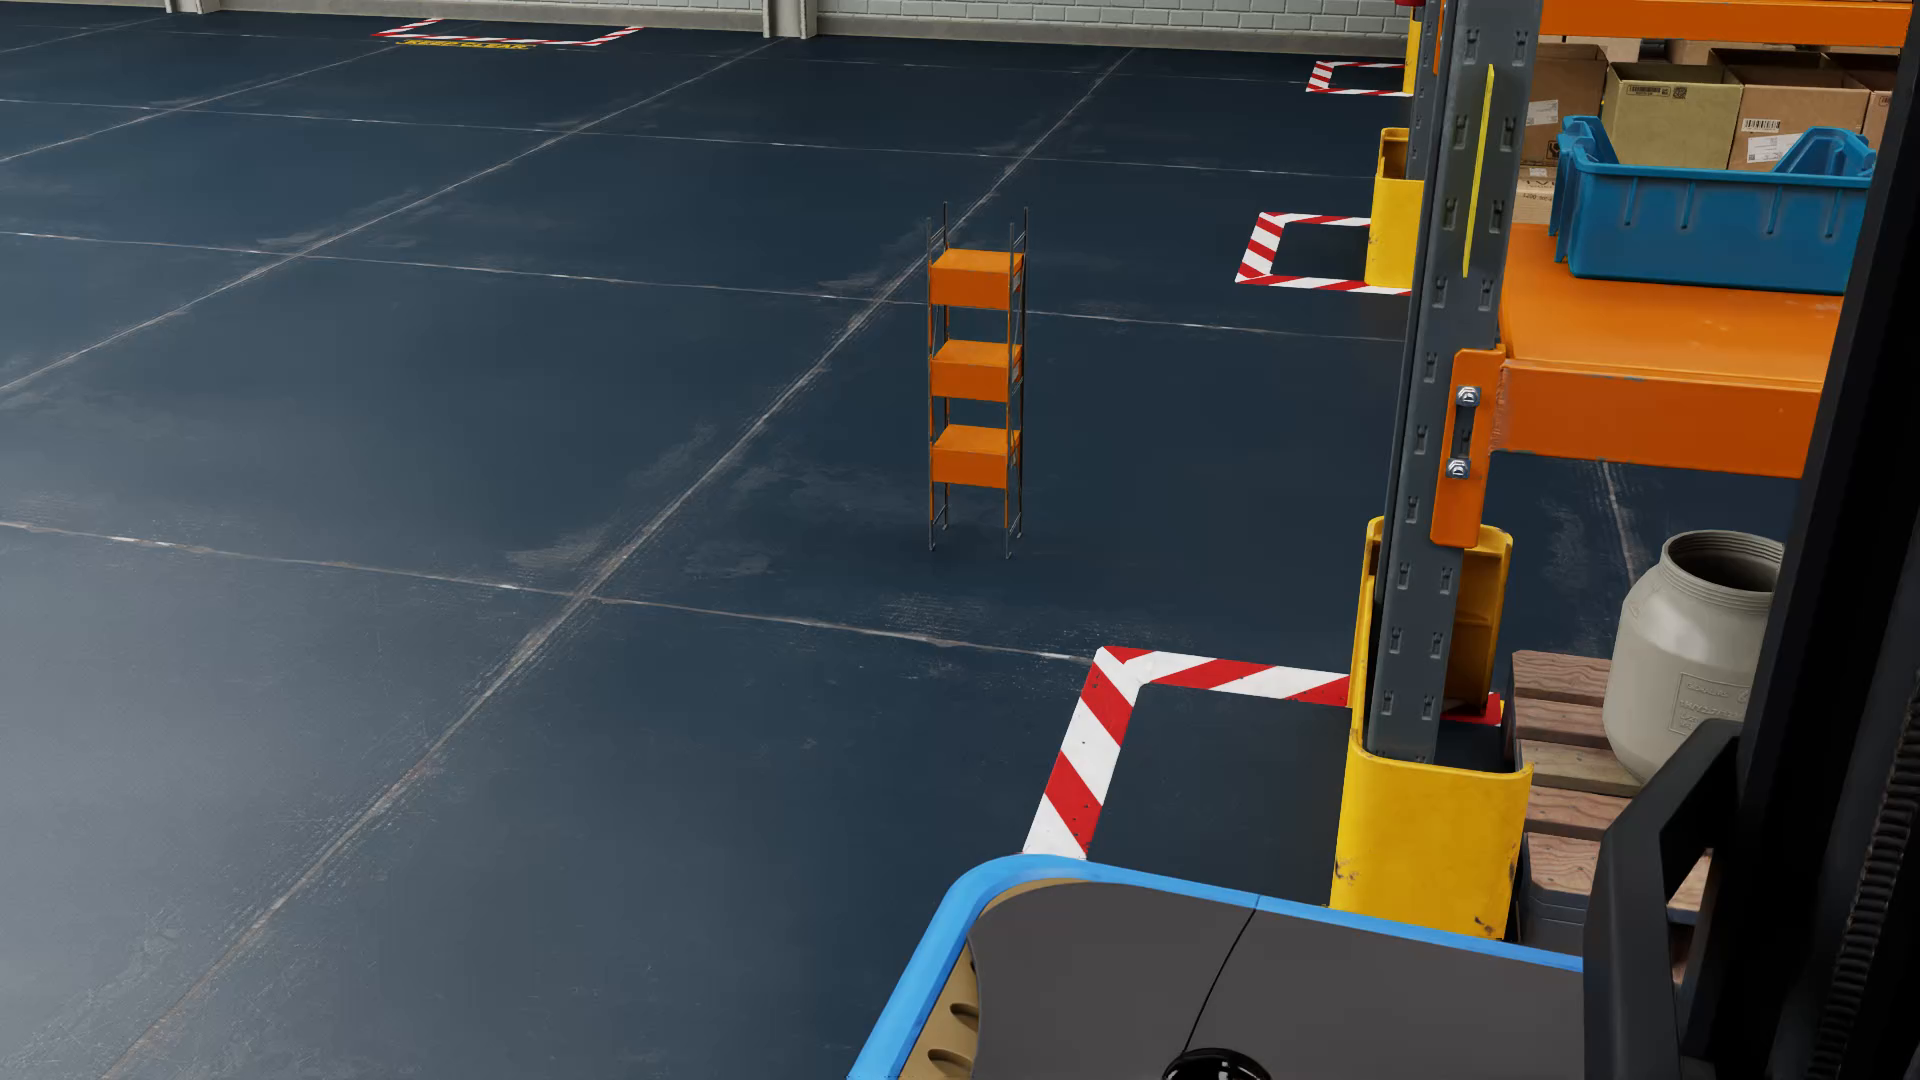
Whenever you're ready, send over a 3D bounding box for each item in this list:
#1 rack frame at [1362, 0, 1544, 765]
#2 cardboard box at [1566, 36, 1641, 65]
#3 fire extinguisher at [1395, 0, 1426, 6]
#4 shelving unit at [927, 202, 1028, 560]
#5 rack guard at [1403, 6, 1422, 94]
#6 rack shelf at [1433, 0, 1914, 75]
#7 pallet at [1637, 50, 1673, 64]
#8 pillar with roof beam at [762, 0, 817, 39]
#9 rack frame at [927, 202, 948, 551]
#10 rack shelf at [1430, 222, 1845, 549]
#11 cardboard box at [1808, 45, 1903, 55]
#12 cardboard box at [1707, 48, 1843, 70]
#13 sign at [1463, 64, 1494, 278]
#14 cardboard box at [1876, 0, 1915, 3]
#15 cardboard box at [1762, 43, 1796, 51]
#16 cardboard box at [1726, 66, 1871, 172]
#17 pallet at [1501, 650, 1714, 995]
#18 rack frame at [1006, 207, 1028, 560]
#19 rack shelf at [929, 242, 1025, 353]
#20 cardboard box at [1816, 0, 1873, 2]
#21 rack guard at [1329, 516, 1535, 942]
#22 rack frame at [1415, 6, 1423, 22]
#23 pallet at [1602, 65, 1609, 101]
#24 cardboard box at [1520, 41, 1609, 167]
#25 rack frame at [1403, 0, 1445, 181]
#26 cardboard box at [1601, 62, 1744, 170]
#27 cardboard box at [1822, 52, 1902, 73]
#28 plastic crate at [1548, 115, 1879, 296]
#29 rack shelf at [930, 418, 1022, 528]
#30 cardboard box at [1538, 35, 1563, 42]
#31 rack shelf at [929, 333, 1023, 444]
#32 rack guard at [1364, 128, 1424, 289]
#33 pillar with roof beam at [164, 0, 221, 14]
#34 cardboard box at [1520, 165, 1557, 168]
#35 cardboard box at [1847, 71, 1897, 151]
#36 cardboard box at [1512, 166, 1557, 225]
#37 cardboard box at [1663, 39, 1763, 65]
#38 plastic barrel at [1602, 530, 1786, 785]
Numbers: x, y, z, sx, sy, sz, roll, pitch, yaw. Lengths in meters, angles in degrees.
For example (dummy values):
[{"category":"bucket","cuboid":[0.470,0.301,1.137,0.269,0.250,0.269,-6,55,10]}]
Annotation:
[{"category":"rack frame","cuboid":[0.978,-0.697,3.225,0.127,3.000,1.000,6,26,13]},{"category":"cardboard box","cuboid":[4.645,-3.634,12.009,0.500,0.311,0.500,9,27,17]},{"category":"fire extinguisher","cuboid":[2.216,-2.930,8.005,0.183,0.674,0.296,6,26,13]},{"category":"shelving unit","cuboid":[0.052,-0.468,5.012,0.252,1.050,0.215,6,26,13]},{"category":"rack guard","cuboid":[3.518,-3.685,12.409,0.348,0.500,1.175,6,26,13]},{"category":"rack shelf","cuboid":[4.152,-2.220,7.261,4.000,0.370,1.077,6,26,13]},{"category":"pallet","cuboid":[5.474,-3.321,11.981,1.213,0.211,1.003,6,26,13]},{"category":"pillar with roof beam","cuboid":[-2.545,-6.666,8.783,0.400,9.000,9.100,6,26,13]},{"category":"rack frame","cuboid":[-0.066,-0.481,5.040,0.008,1.050,0.200,6,26,13]},{"category":"rack shelf","cuboid":[2.914,-0.158,2.930,4.000,0.370,1.077,6,26,13]},{"category":"cardboard box","cuboid":[6.304,-3.558,11.630,0.500,0.500,0.500,4,26,9]},{"category":"cardboard box","cuboid":[3.780,-2.011,7.823,0.500,0.500,0.500,6,26,13]},{"category":"sign","cuboid":[0.836,-0.594,2.686,0.005,0.325,0.100,6,26,13]},{"category":"cardboard box","cuboid":[4.164,-2.584,7.072,0.500,0.500,0.700,7,26,15]},{"category":"cardboard box","cuboid":[5.775,-3.485,11.884,0.250,0.149,0.380,4,26,9]},{"category":"cardboard box","cuboid":[3.651,-1.795,7.368,0.500,0.500,0.500,6,26,13]},{"category":"pallet","cuboid":[1.848,0.639,3.661,1.213,0.211,1.003,6,26,13]},{"category":"rack frame","cuboid":[0.170,-0.455,4.985,0.008,1.050,0.200,6,26,13]},{"category":"rack shelf","cuboid":[0.052,-0.715,4.895,0.240,0.259,0.215,6,26,13]},{"category":"cardboard box","cuboid":[3.653,-2.639,7.188,0.500,0.500,0.700,6,26,13]},{"category":"rack guard","cuboid":[1.063,0.420,3.787,0.348,0.500,1.175,6,26,13]},{"category":"rack frame","cuboid":[3.445,-4.822,11.888,0.127,3.000,1.000,6,26,13]},{"category":"pallet","cuboid":[4.296,-3.453,12.257,1.213,0.211,1.003,6,26,13]},{"category":"cardboard box","cuboid":[2.808,-2.112,8.035,0.500,0.500,0.500,6,26,13]},{"category":"rack frame","cuboid":[2.215,-2.759,7.556,0.127,3.000,1.000,6,26,13]},{"category":"cardboard box","cuboid":[3.163,-1.843,7.470,0.500,0.500,0.500,6,26,13]},{"category":"cardboard box","cuboid":[4.264,-1.957,7.709,0.500,0.500,0.500,6,26,13]},{"category":"plastic crate","cuboid":[1.537,-0.701,3.406,0.616,0.251,0.499,6,26,13]},{"category":"rack shelf","cuboid":[0.052,-0.208,5.136,0.240,0.259,0.215,6,26,13]},{"category":"cardboard box","cuboid":[4.093,-3.695,12.138,0.500,0.311,0.500,3,26,7]},{"category":"rack shelf","cuboid":[0.052,-0.459,5.017,0.240,0.259,0.215,6,26,13]},{"category":"rack guard","cuboid":[2.192,-1.633,8.099,0.348,0.500,1.175,6,26,13]},{"category":"pillar with roof beam","cuboid":[-8.356,-7.308,10.132,0.400,9.000,9.100,6,26,13]},{"category":"cardboard box","cuboid":[2.808,-1.773,8.194,0.500,0.250,0.500,6,26,13]},{"category":"cardboard box","cuboid":[4.131,-1.734,7.241,0.500,0.500,0.500,6,26,13]},{"category":"cardboard box","cuboid":[2.679,-1.557,7.742,0.500,0.250,0.500,6,26,13]},{"category":"cardboard box","cuboid":[5.343,-3.620,11.760,0.500,0.500,0.700,5,26,10]},{"category":"plastic barrel","cuboid":[1.634,0.275,3.589,0.421,0.512,0.421,0,25,0]}]
